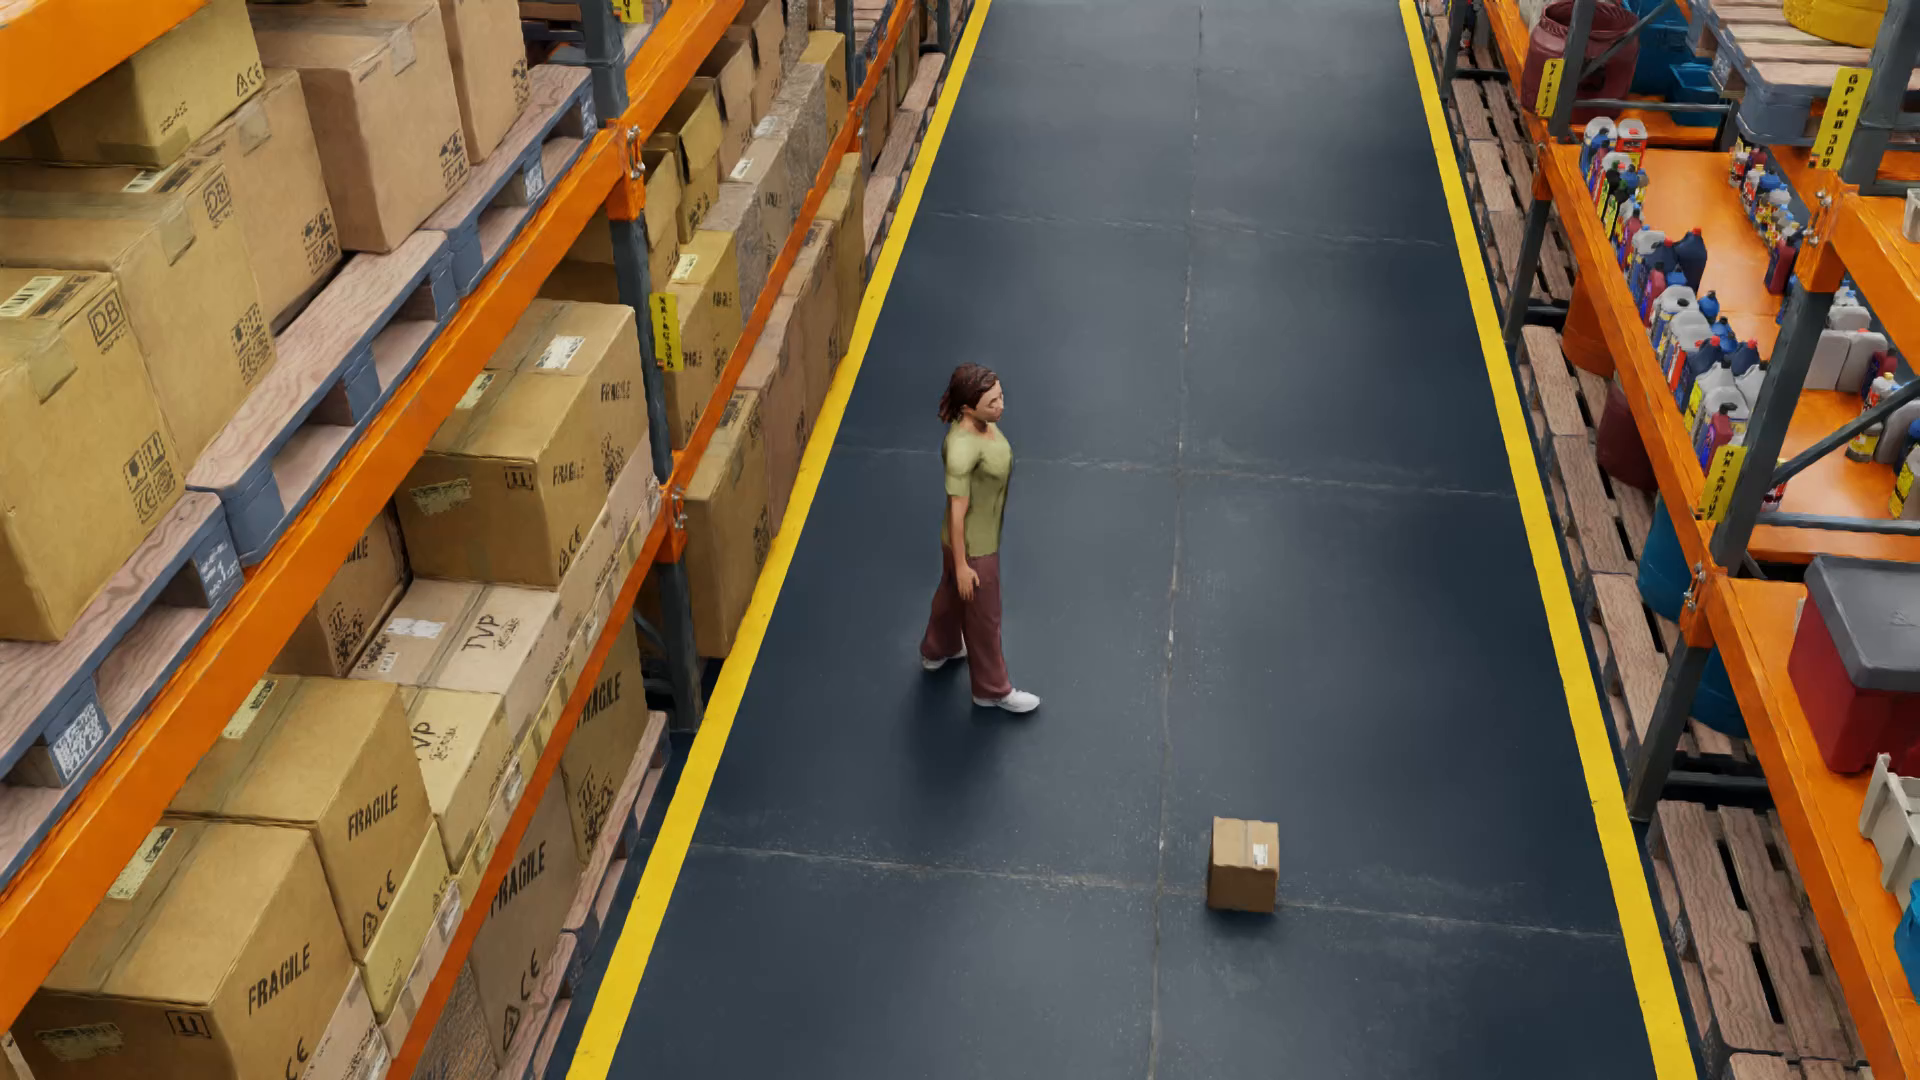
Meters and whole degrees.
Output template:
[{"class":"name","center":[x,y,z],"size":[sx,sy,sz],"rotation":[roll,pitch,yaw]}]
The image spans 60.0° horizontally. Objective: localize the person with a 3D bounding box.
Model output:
[{"class":"person","center":[0.086,0.045,7.068],"size":[0.577,1.536,0.620],"rotation":[5,37,6]}]
